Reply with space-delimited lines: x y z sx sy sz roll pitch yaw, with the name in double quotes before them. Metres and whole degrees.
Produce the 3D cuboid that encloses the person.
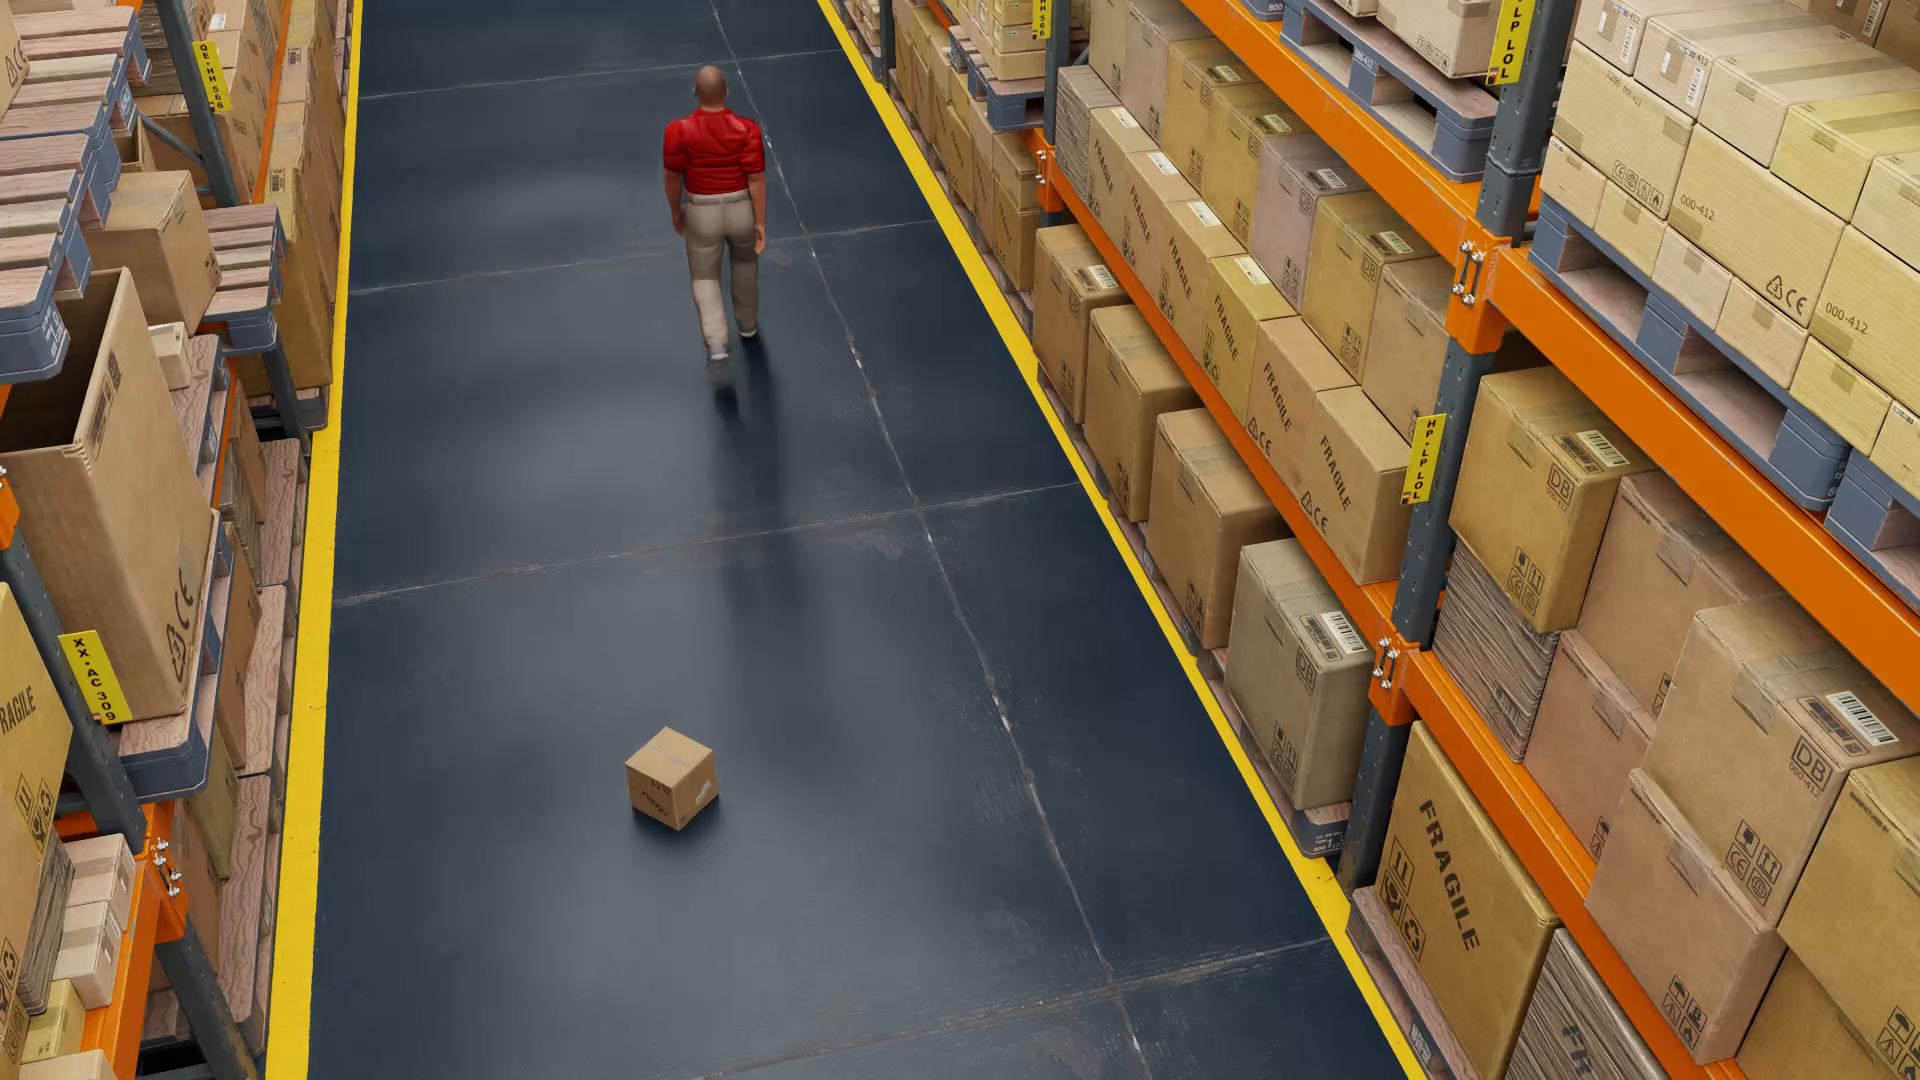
"person" -1.297 -1.740 8.950 0.534 1.686 0.914 -6 38 -8
